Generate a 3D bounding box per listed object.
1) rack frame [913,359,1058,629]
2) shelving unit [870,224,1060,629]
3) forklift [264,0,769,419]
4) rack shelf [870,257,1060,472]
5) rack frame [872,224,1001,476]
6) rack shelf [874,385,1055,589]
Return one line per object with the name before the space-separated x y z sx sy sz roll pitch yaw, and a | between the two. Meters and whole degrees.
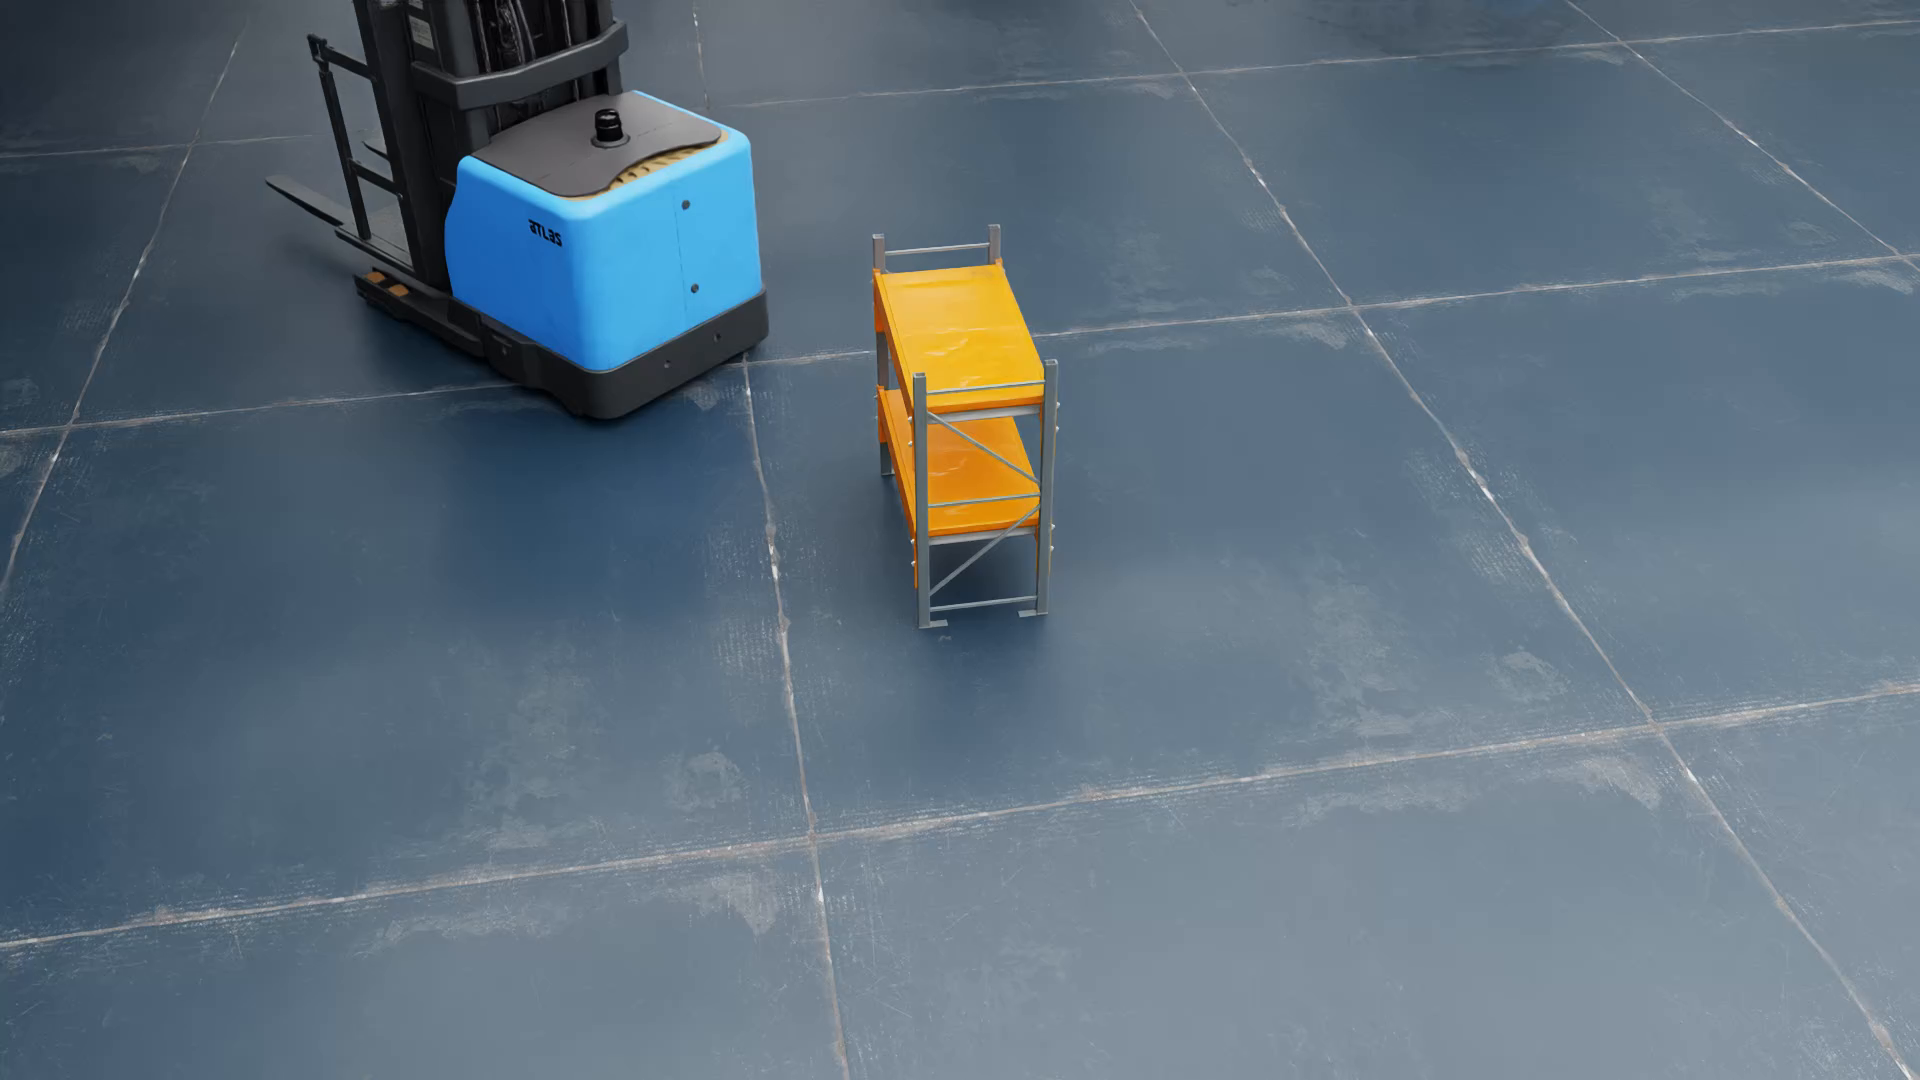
rack frame | 0.088 -0.141 6.015 0.500 1.125 0.032 -6 38 -8
shelving unit | -0.001 -0.448 6.410 0.538 1.125 1.048 -6 38 -8
forklift | -2.350 -2.457 7.523 3.031 2.935 1.130 28 46 31
rack shelf | -0.001 -0.679 6.231 0.538 0.278 1.000 -6 38 -8
rack frame | -0.090 -0.755 6.805 0.500 1.125 0.032 -6 38 -8
rack shelf | -0.001 -0.255 6.560 0.538 0.278 1.000 -6 38 -8
